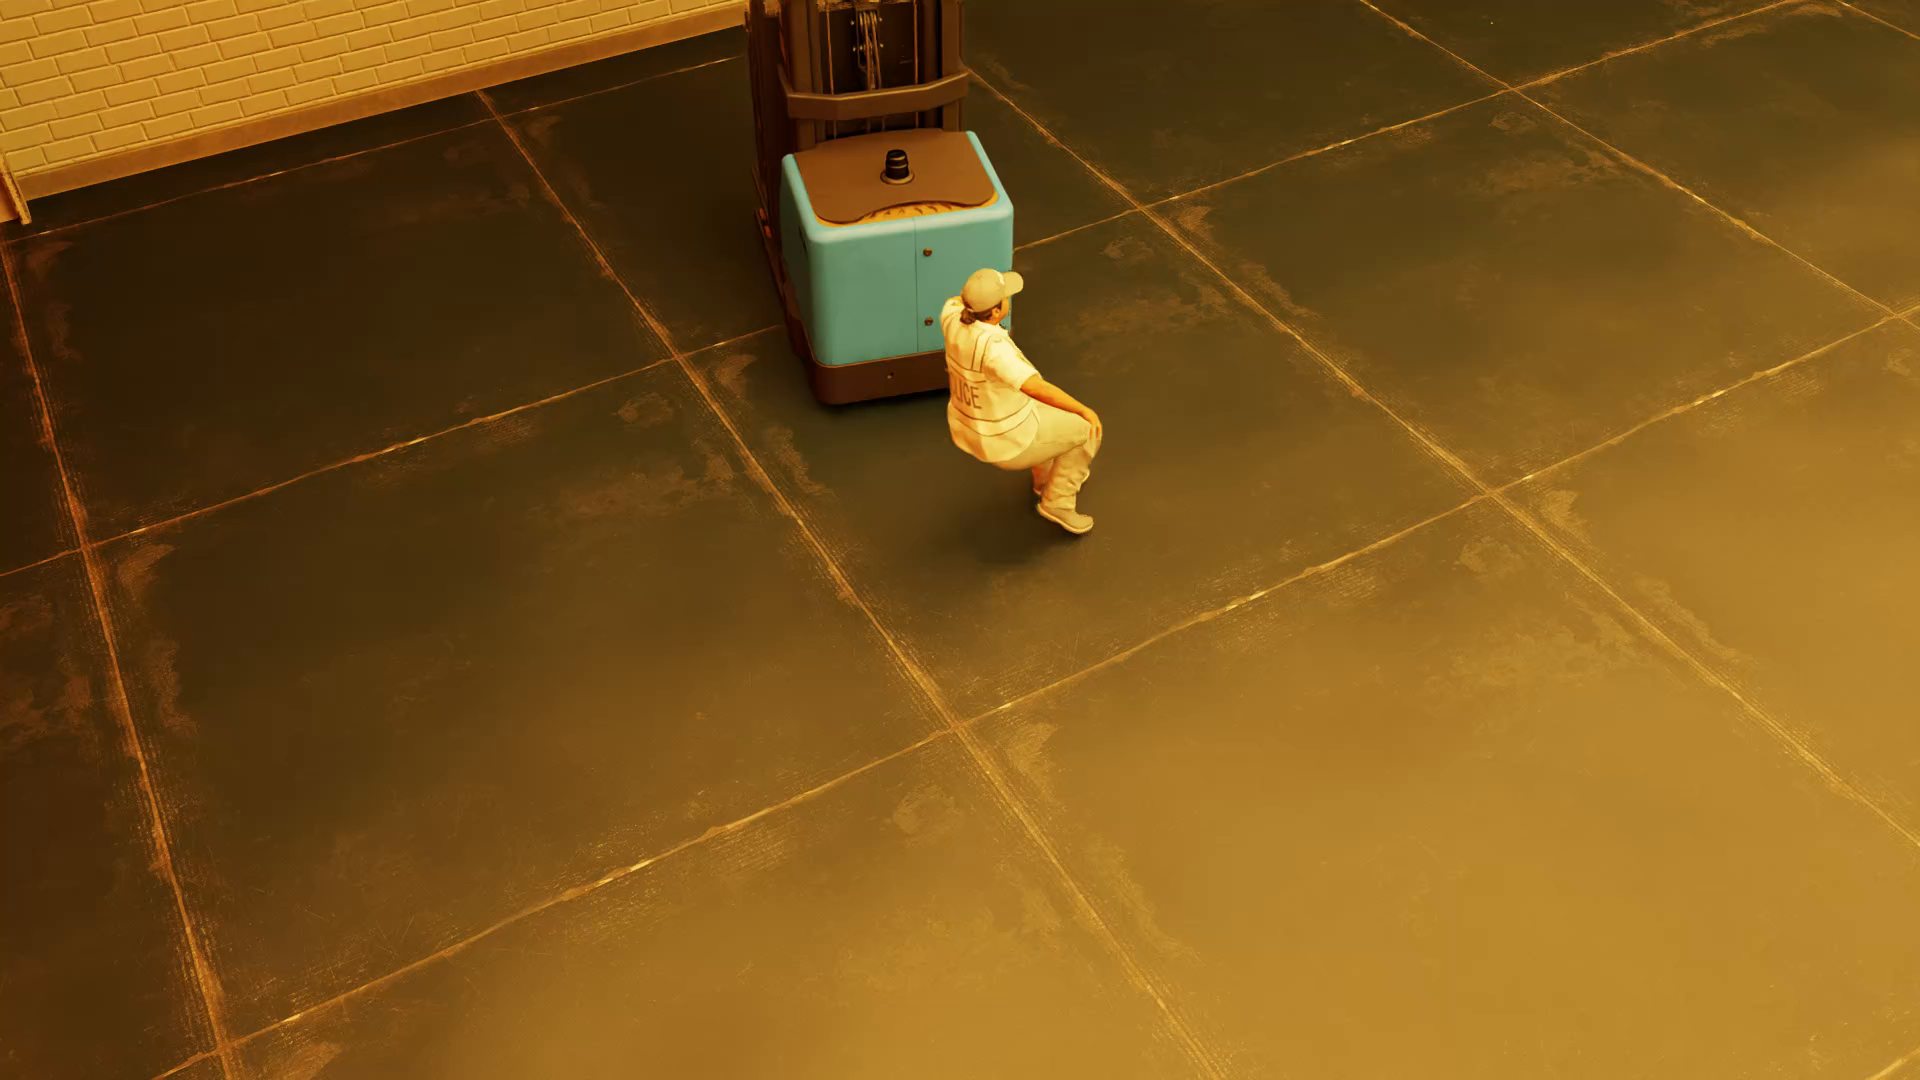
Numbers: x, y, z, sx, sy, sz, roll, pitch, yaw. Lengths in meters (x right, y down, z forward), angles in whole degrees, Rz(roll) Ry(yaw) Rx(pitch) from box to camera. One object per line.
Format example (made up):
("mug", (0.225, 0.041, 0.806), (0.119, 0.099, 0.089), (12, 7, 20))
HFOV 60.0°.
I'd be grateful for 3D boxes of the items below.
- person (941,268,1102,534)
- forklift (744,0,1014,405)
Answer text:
("person", (0.344, -0.644, 7.482), (0.822, 1.437, 0.995), (-30, 50, -28))
("forklift", (-0.583, -2.782, 8.698), (1.130, 2.935, 3.031), (-10, 44, -10))
